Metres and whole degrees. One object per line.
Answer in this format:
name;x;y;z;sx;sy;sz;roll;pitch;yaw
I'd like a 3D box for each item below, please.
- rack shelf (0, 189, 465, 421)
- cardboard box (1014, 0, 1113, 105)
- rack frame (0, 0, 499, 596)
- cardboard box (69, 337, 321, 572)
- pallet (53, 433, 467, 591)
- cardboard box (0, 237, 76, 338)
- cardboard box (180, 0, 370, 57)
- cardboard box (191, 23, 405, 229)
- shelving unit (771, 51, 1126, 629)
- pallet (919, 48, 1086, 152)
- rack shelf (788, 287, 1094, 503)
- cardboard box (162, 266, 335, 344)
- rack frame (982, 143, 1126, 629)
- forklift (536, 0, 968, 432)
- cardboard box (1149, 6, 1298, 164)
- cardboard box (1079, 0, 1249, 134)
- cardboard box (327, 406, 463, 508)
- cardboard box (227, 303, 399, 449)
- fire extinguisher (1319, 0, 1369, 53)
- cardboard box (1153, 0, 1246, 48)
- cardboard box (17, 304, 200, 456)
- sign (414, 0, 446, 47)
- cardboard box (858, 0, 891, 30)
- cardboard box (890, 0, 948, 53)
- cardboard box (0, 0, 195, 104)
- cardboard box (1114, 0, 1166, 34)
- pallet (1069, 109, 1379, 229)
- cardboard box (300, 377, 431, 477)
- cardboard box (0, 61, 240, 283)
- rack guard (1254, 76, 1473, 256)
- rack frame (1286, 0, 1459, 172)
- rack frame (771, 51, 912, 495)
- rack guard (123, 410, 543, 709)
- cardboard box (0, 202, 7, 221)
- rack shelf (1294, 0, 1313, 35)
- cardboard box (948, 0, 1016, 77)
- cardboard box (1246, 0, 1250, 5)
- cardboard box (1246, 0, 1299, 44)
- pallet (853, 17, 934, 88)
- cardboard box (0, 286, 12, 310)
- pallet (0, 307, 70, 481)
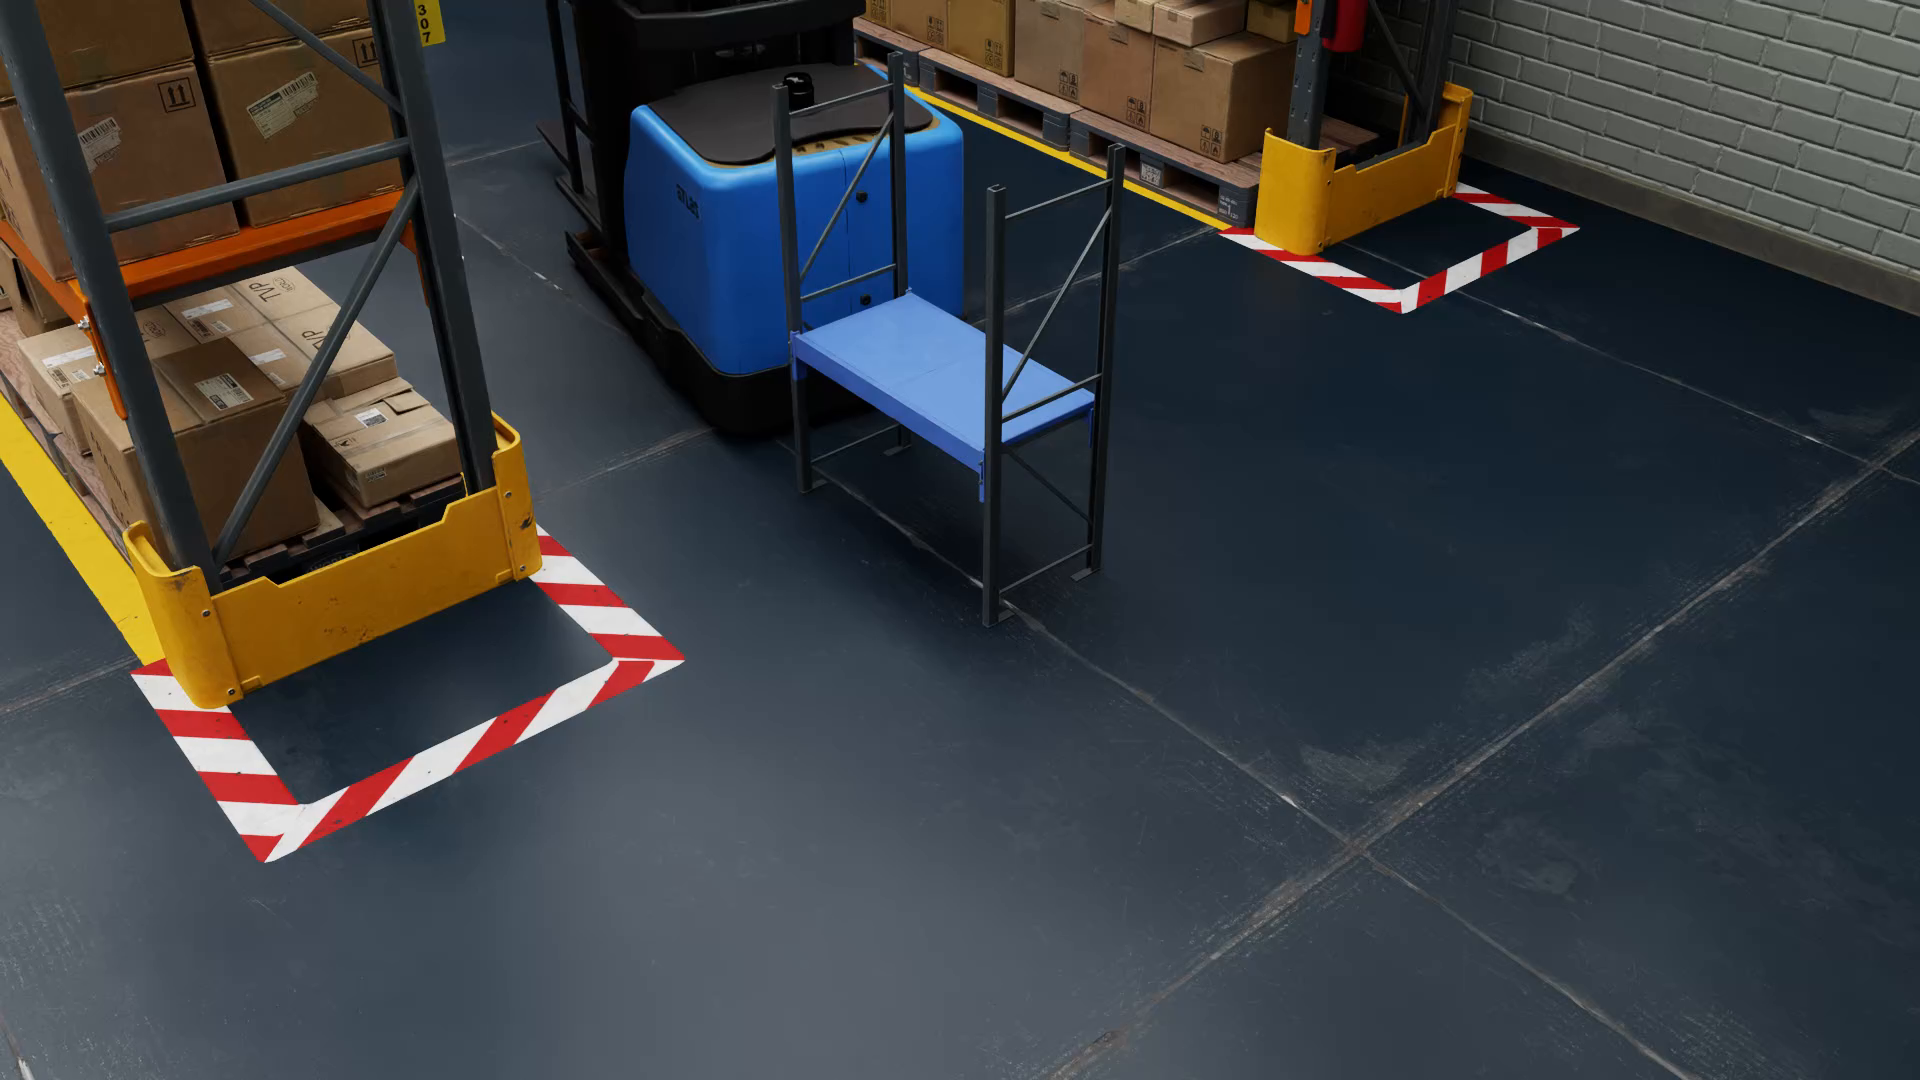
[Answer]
rack shelf;-3.185;-1.546;5.960;1.077;0.370;4.000;-26;43;-32
cardboard box;0.711;-2.672;8.726;0.700;0.500;0.500;-28;44;-33
rack frame;-1.895;-0.957;4.506;1.000;3.000;0.127;-26;43;-32
cardboard box;-2.434;-0.264;5.310;0.500;0.500;0.500;-26;43;-32
pallet;-2.459;-0.204;5.855;1.003;0.211;1.213;-26;43;-32
cardboard box;-3.260;-1.056;6.425;0.797;0.503;0.637;-26;43;-32
cardboard box;-1.980;-1.700;4.603;0.500;0.500;0.500;-25;42;-30
cardboard box;-1.980;-1.292;4.892;0.500;0.500;0.500;-25;42;-31
shelving unit;-0.055;-0.650;5.370;0.538;1.500;1.048;-26;43;-32
pallet;0.528;-2.530;9.140;1.003;0.211;1.213;-26;43;-32
rack shelf;-0.055;-0.503;5.474;0.538;0.185;1.000;-26;43;-32
cardboard box;-2.674;-0.802;6.285;0.500;0.250;0.500;-26;43;-32
rack frame;0.273;-0.425;5.053;0.500;1.500;0.032;-26;43;-32
forklift;-1.110;-2.430;6.645;1.130;2.935;3.031;-17;39;-23
cardboard box;1.359;-2.229;8.101;0.700;0.500;0.500;-26;43;-32
cardboard box;1.036;-2.450;8.413;0.700;0.500;0.500;-26;43;-32
cardboard box;-1.903;-0.286;5.644;0.380;0.149;0.250;-26;43;-32
cardboard box;-2.352;-0.581;5.973;0.500;0.250;0.500;-26;43;-32
fire extinguisher;1.632;-2.383;6.910;0.296;0.674;0.183;-26;43;-32
cardboard box;1.137;-2.482;7.898;0.380;0.149;0.250;-27;43;-32
cardboard box;-3.024;-0.593;5.990;0.500;0.250;0.500;-26;43;-32
sign;-1.480;-1.512;4.541;0.100;0.325;0.005;-26;43;-32
cardboard box;-0.290;-3.355;9.691;0.700;0.500;0.500;-25;43;-31
cardboard box;0.032;-3.132;9.376;0.700;0.500;0.500;-26;43;-32
cardboard box;-2.392;-1.499;4.320;0.500;0.500;0.500;-26;43;-32
cardboard box;0.971;-2.595;8.057;0.380;0.149;0.250;-25;42;-31
pallet;1.311;-1.992;8.380;1.003;0.211;1.213;-26;43;-32
cardboard box;-2.064;-0.403;5.795;0.380;0.166;0.250;-26;43;-32
cardboard box;-2.392;-1.094;4.612;0.500;0.500;0.500;-25;42;-30
rack guard;1.902;-1.775;7.824;1.175;0.500;0.348;-26;43;-32
rack frame;1.887;-2.806;7.117;1.000;3.000;0.127;-26;43;-32
rack frame;-0.383;-0.874;5.687;0.500;1.500;0.032;-26;43;-32
rack guard;-1.944;0.030;5.275;1.175;0.500;0.348;-26;43;-32
cardboard box;-2.729;-1.321;4.934;0.500;0.500;0.500;-26;43;-31
rack shelf;0.596;-3.395;8.571;1.077;0.370;4.000;-26;43;-32
cardboard box;0.361;-2.904;9.055;0.700;0.500;0.500;-25;42;-31
cardboard box;1.265;-2.736;8.257;0.380;0.149;0.250;-26;43;-32
cardboard box;1.592;-2.513;7.941;0.380;0.149;0.250;-26;43;-31
pallet;-0.263;-3.069;9.901;1.003;0.211;1.213;-26;43;-32
cardboard box;-3.805;-1.102;6.781;0.380;0.166;0.250;-26;43;-32
pallet;-3.242;-0.742;6.616;1.003;0.211;1.213;-26;43;-32
